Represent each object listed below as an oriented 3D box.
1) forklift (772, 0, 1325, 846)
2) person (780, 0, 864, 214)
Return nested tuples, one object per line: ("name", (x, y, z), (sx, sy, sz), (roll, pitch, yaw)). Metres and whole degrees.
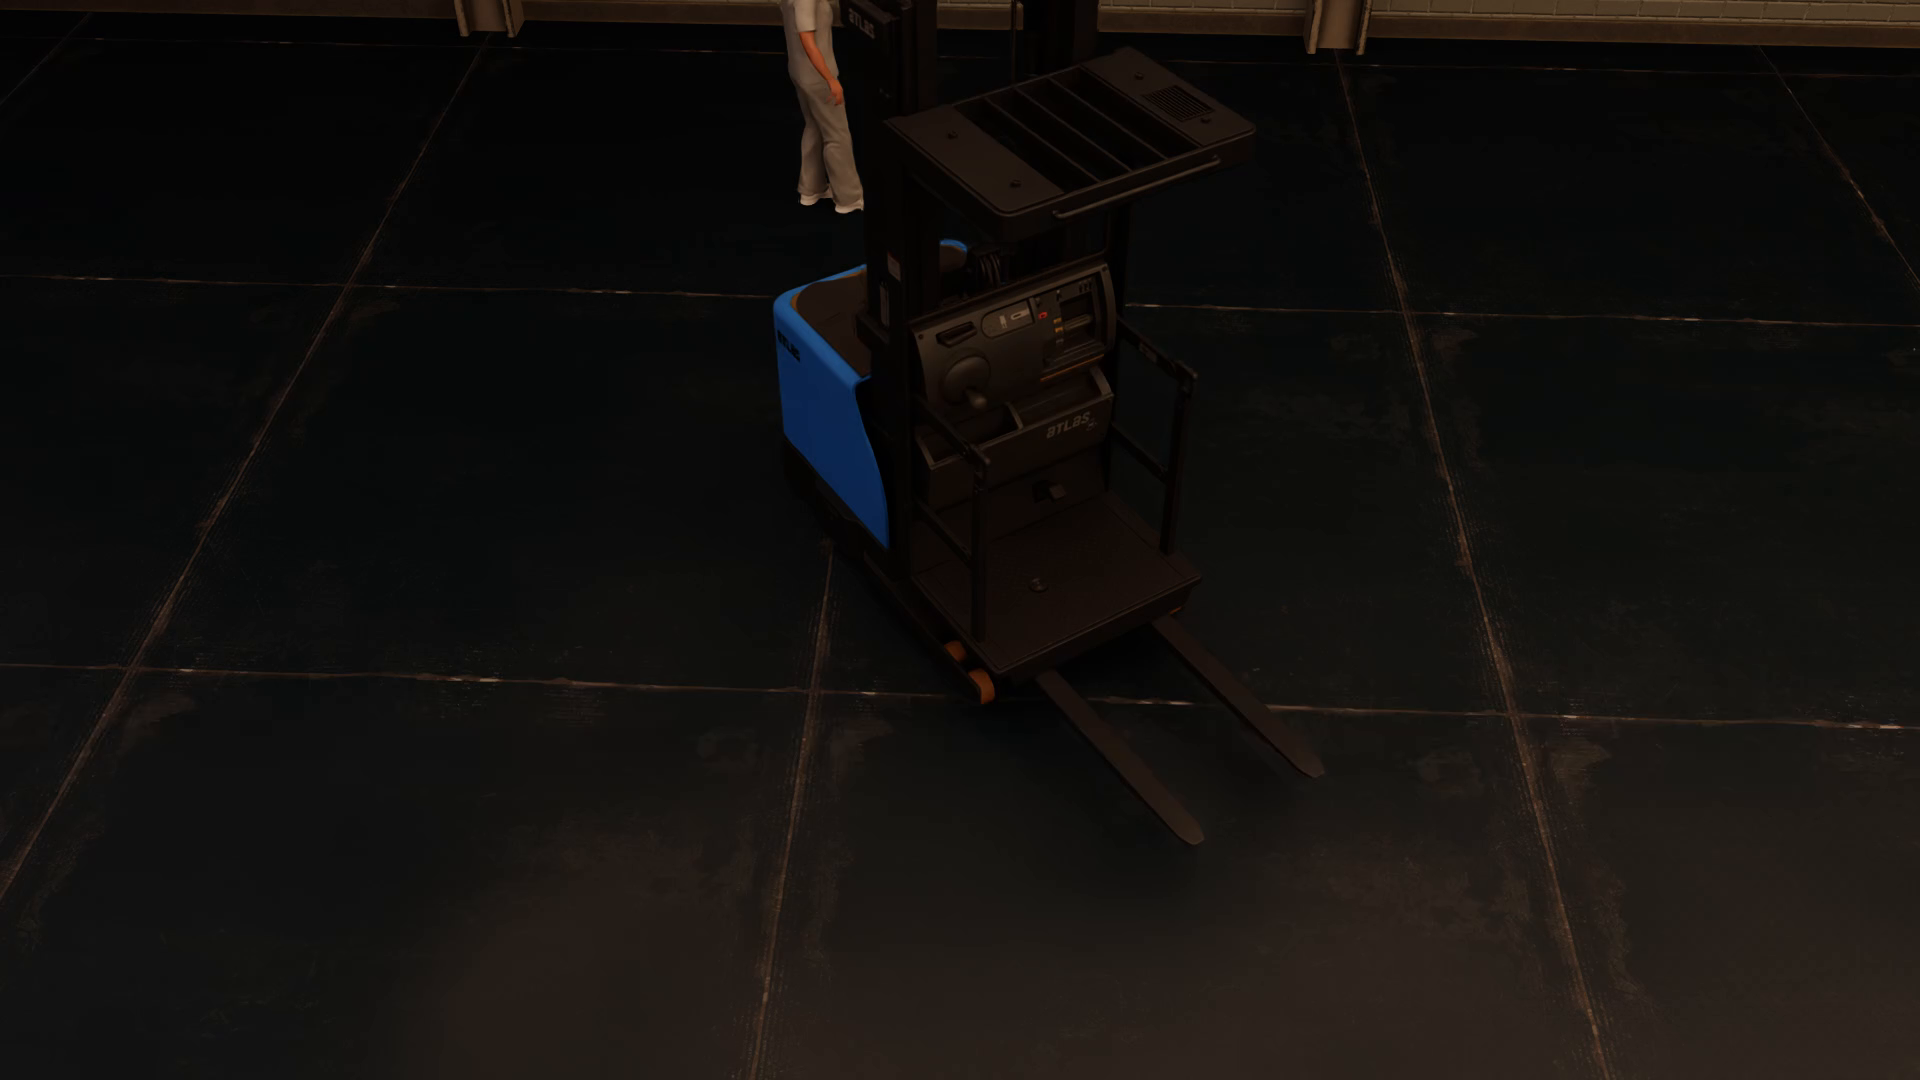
("forklift", (0.348, -0.737, 6.549), (1.130, 2.935, 3.031), (-23, 47, -23))
("person", (-0.771, -2.713, 9.650), (0.507, 1.671, 0.606), (-17, 45, -18))
